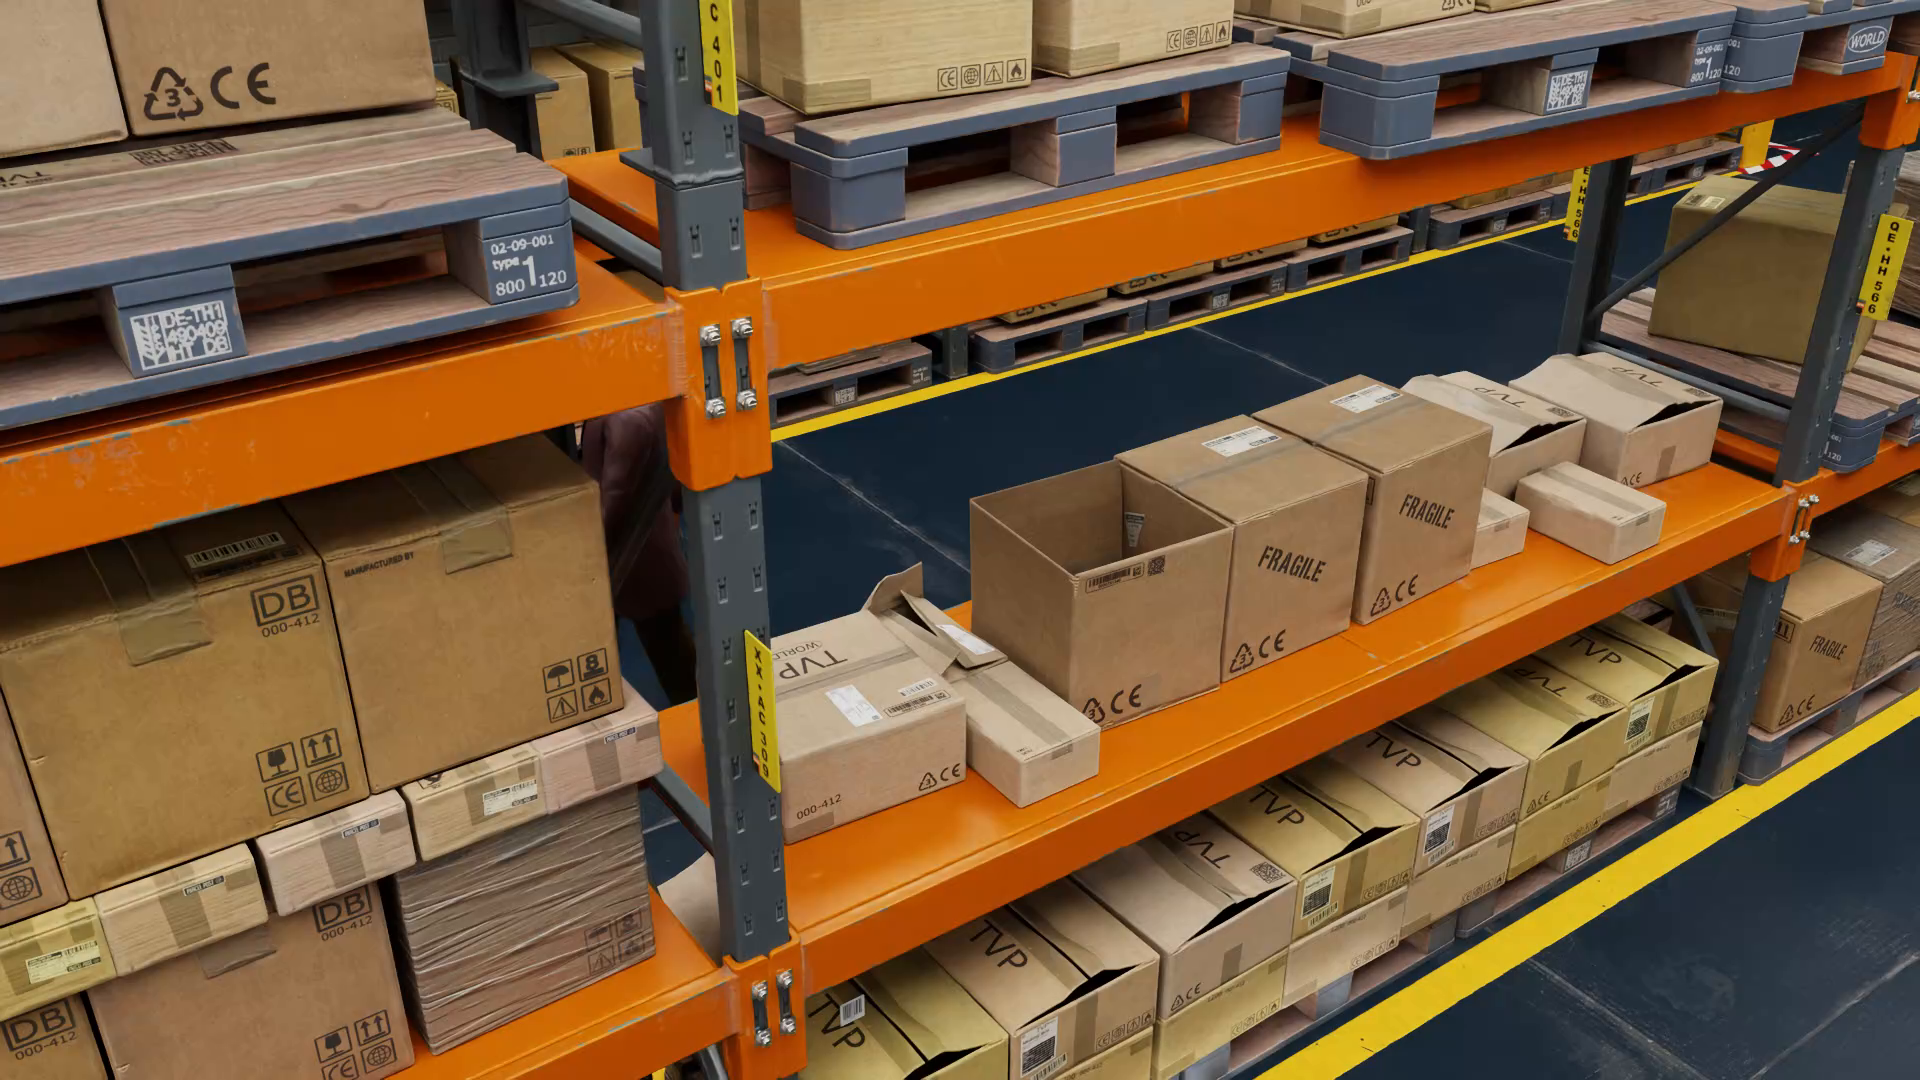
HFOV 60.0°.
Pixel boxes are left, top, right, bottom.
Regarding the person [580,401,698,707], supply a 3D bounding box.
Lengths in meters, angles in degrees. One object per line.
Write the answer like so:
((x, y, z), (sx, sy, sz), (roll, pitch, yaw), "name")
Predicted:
((-1.321, -0.009, 6.115), (0.878, 1.755, 0.610), (-2, 28, -5), "person")
